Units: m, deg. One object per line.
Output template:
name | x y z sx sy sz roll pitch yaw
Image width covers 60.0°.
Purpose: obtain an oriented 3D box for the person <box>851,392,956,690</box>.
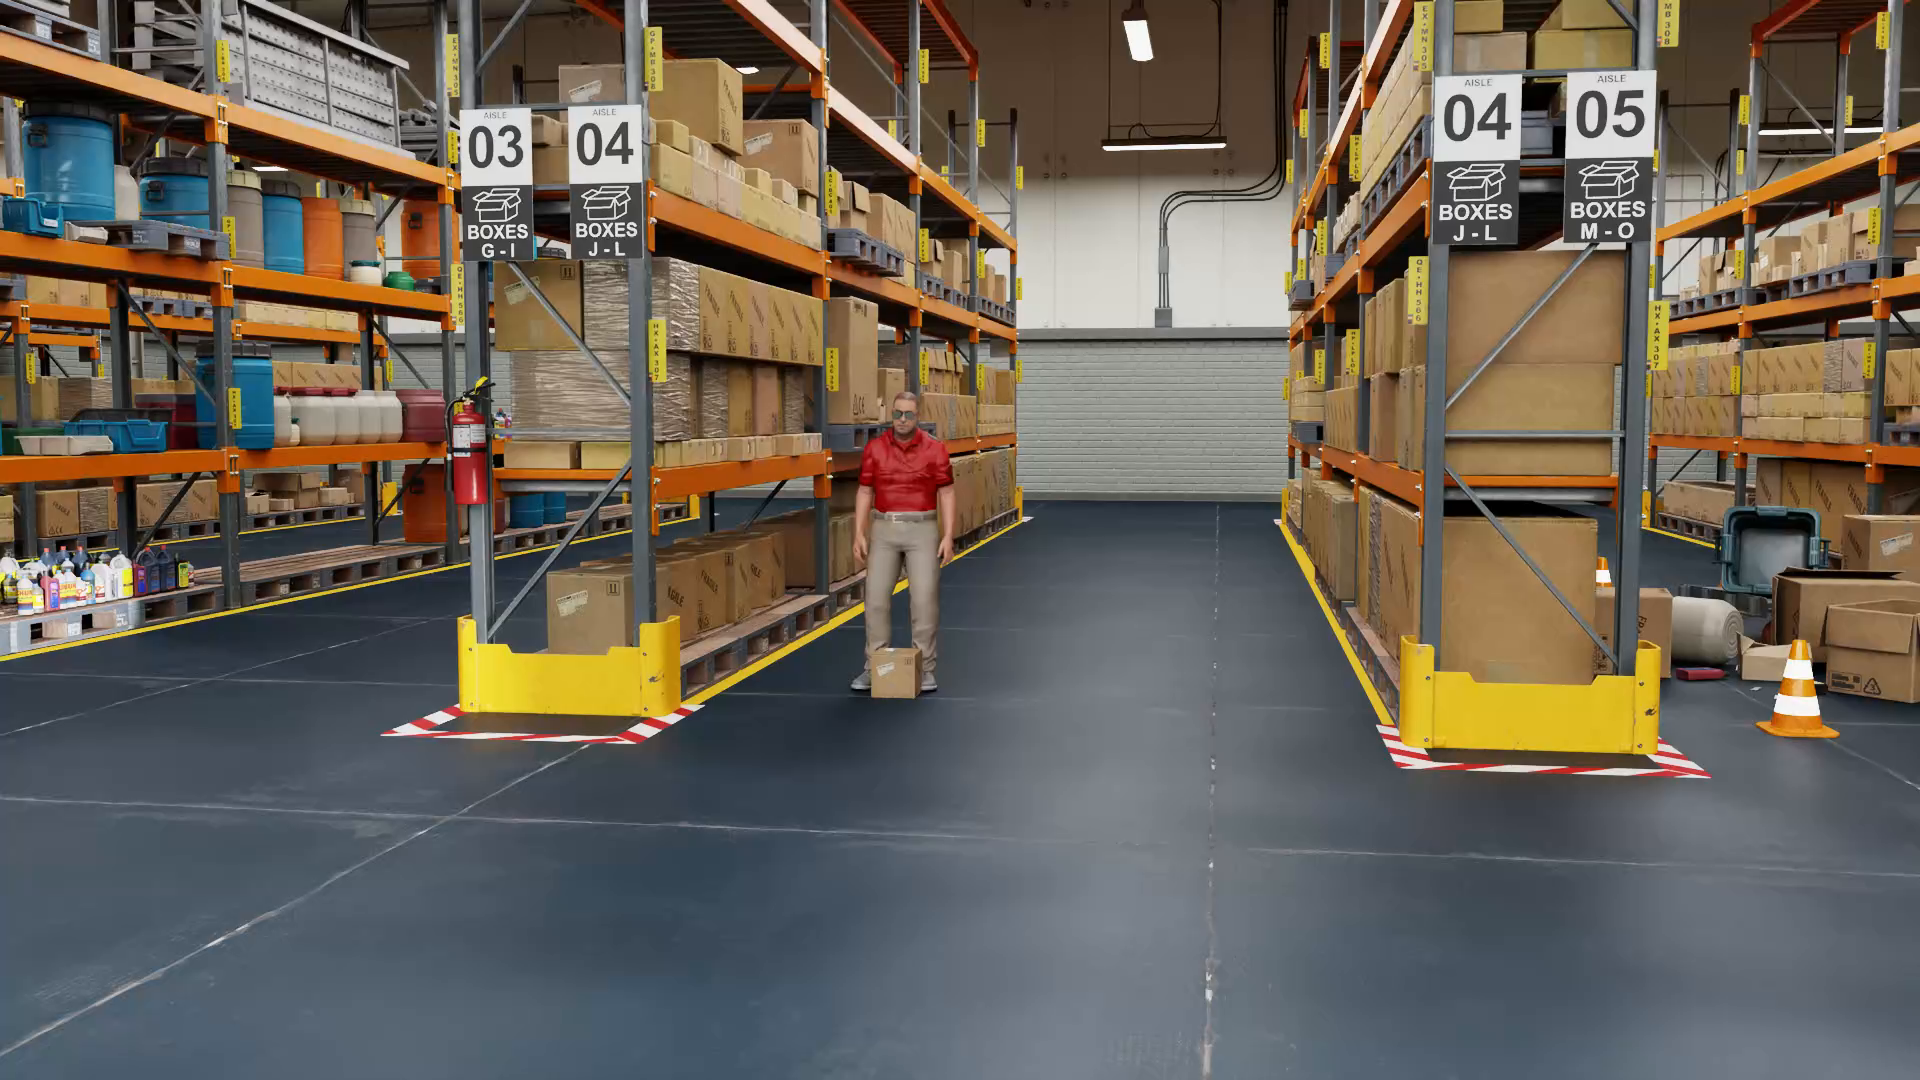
person | -0.324 0.002 9.697 0.595 1.727 0.384 1 4 7
